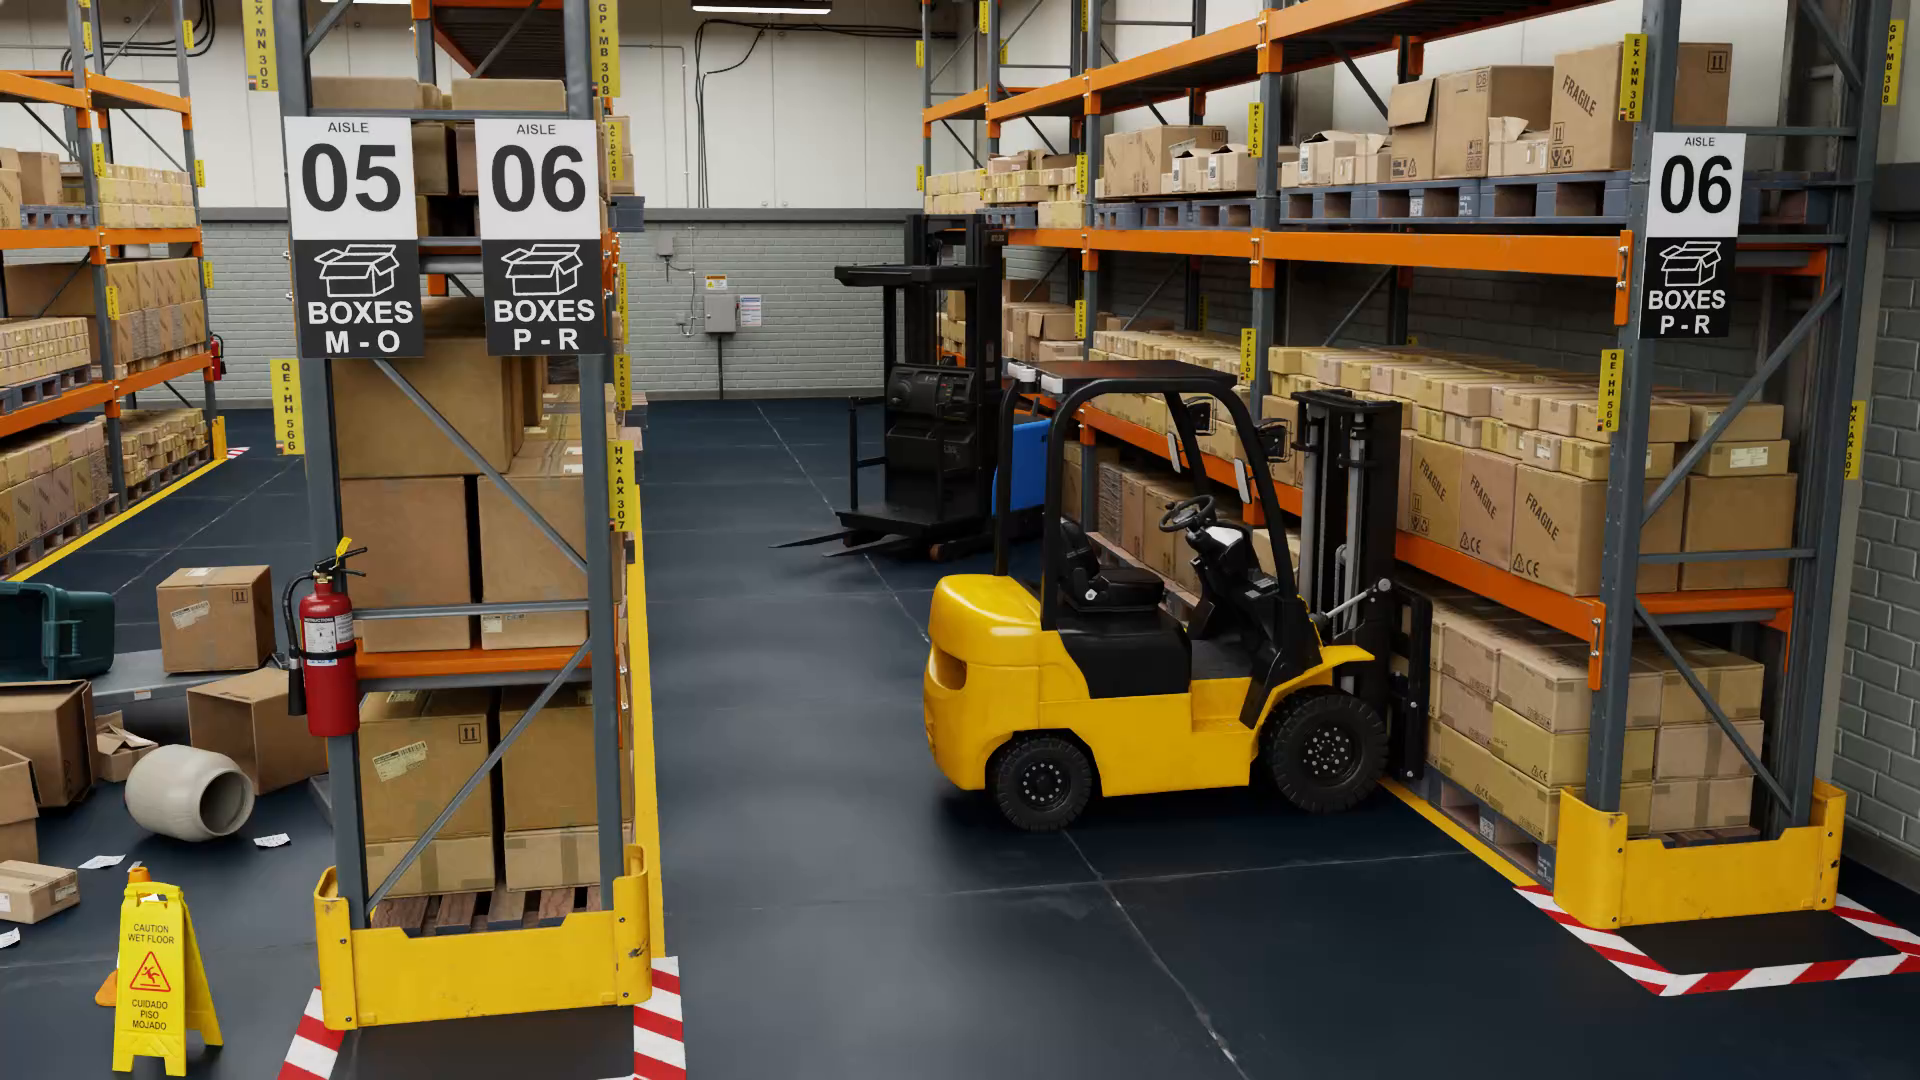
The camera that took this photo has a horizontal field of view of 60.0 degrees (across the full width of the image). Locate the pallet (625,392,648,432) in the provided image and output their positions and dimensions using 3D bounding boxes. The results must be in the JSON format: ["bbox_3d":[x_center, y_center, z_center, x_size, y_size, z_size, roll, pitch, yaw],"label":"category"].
[{"bbox_3d":[-3.052,-0.992,12.955,1.213,0.211,1.003,-2,11,-11],"label":"pallet"}]

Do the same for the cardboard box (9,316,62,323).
[{"bbox_3d":[-9.280,-2.022,16.789,0.500,0.500,0.500,-2,11,-11],"label":"cardboard box"}]

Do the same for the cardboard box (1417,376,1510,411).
[{"bbox_3d":[2.506,-0.730,8.264,0.380,0.149,0.250,-2,11,-10],"label":"cardboard box"}]

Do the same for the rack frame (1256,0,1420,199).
[{"bbox_3d":[2.351,-3.608,10.140,1.000,3.000,0.127,-2,11,-11],"label":"rack frame"}]

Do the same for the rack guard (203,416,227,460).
[{"bbox_3d":[-9.672,-1.240,20.429,1.175,0.500,0.348,-2,11,-11],"label":"rack guard"}]

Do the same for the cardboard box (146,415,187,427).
[{"bbox_3d":[-9.180,-1.351,19.239,0.380,0.149,0.250,-3,11,-13],"label":"cardboard box"}]

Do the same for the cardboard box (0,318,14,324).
[{"bbox_3d":[-9.284,-2.035,15.875,0.380,0.149,0.250,-2,11,-8],"label":"cardboard box"}]

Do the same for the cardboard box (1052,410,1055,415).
[{"bbox_3d":[1.206,-1.320,17.991,0.380,0.149,0.250,-2,11,-11],"label":"cardboard box"}]

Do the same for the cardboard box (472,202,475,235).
[{"bbox_3d":[-2.398,-1.481,7.656,0.380,0.149,0.250,-2,11,-11],"label":"cardboard box"}]

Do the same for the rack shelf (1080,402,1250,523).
[{"bbox_3d":[1.962,-0.674,12.695,1.077,0.370,4.000,-2,11,-11],"label":"rack shelf"}]

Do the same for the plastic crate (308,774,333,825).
[{"bbox_3d":[-3.016,1.272,8.352,0.402,0.080,0.583,-6,13,-31],"label":"plastic crate"}]

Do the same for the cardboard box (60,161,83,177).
[{"bbox_3d":[-8.728,-3.652,16.390,0.380,0.149,0.250,-2,11,-12],"label":"cardboard box"}]

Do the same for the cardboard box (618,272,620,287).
[{"bbox_3d":[-4.109,-2.771,18.844,0.500,0.500,0.500,-2,11,-10],"label":"cardboard box"}]

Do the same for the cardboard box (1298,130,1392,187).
[{"bbox_3d":[2.274,-2.185,9.532,0.500,0.311,0.500,-2,11,-10],"label":"cardboard box"}]

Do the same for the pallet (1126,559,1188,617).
[{"bbox_3d":[1.929,0.351,12.842,1.003,0.211,1.213,-2,11,-11],"label":"pallet"}]

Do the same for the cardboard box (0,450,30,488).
[{"bbox_3d":[-8.126,-0.590,13.884,0.500,0.250,0.500,-2,11,-12],"label":"cardboard box"}]

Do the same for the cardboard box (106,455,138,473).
[{"bbox_3d":[-8.666,-0.779,17.024,0.380,0.149,0.250,-2,11,-8],"label":"cardboard box"}]

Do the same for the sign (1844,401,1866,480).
[{"bbox_3d":[3.674,-0.411,6.858,0.100,0.325,0.005,-2,11,-11],"label":"sign"}]

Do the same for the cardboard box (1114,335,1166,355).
[{"bbox_3d":[1.474,-1.598,13.622,0.380,0.149,0.250,-2,11,-9],"label":"cardboard box"}]

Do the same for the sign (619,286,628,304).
[{"bbox_3d":[-3.543,-2.498,17.470,0.100,0.325,0.005,-2,11,-11],"label":"sign"}]

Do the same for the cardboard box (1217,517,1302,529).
[{"bbox_3d":[2.238,0.204,11.384,0.875,0.625,0.625,-2,11,-8],"label":"cardboard box"}]

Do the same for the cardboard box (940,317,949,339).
[{"bbox_3d":[0.041,-2.656,20.788,0.500,0.250,0.500,-2,11,-12],"label":"cardboard box"}]

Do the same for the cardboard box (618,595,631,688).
[{"bbox_3d":[-1.938,0.582,8.396,0.500,0.500,0.500,-2,11,-8],"label":"cardboard box"}]

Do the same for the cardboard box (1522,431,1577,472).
[{"bbox_3d":[2.708,-0.394,7.297,0.380,0.149,0.250,-2,11,-10],"label":"cardboard box"}]

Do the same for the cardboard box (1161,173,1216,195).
[{"bbox_3d":[1.689,-2.599,12.140,0.380,0.149,0.250,-2,11,-12],"label":"cardboard box"}]

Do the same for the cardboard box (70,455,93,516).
[{"bbox_3d":[-8.419,-0.506,15.449,0.500,0.500,0.500,-2,11,-12],"label":"cardboard box"}]

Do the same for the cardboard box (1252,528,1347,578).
[{"bbox_3d":[2.137,0.092,10.299,0.500,0.250,0.500,-2,11,-12],"label":"cardboard box"}]

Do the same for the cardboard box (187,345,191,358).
[{"bbox_3d":[-9.271,-2.217,19.546,0.380,0.149,0.250,-2,11,-12],"label":"cardboard box"}]

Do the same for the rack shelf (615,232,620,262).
[{"bbox_3d":[-3.684,-2.700,15.317,1.077,0.370,4.000,-2,11,-11],"label":"rack shelf"}]

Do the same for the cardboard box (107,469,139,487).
[{"bbox_3d":[-8.665,-0.633,17.054,0.380,0.149,0.250,-3,11,-13],"label":"cardboard box"}]

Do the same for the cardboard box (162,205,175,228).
[{"bbox_3d":[-9.149,-3.623,18.644,0.500,0.250,0.500,-2,11,-9],"label":"cardboard box"}]

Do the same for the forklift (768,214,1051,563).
[{"bbox_3d":[-0.390,-1.349,14.496,1.130,2.935,3.031,8,14,38],"label":"forklift"}]

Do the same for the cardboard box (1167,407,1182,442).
[{"bbox_3d":[1.826,-0.854,12.118,0.500,0.250,0.500,-2,11,-11],"label":"cardboard box"}]

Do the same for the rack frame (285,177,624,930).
[{"bbox_3d":[-1.739,0.254,5.894,1.000,3.000,0.127,-2,11,-11],"label":"rack frame"}]

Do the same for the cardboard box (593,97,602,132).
[{"bbox_3d":[-1.637,-1.703,6.693,0.380,0.149,0.250,-2,11,-11],"label":"cardboard box"}]

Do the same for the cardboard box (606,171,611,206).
[{"bbox_3d":[-2.167,-1.954,9.079,0.500,0.250,0.500,-2,11,-12],"label":"cardboard box"}]

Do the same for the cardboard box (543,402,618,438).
[{"bbox_3d":[-1.975,-0.413,8.337,0.500,0.500,0.500,-2,11,-9],"label":"cardboard box"}]

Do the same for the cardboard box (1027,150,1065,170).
[{"bbox_3d":[0.922,-4.030,17.755,0.396,0.266,0.258,-2,11,-12],"label":"cardboard box"}]

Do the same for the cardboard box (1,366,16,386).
[{"bbox_3d":[-8.233,-1.384,14.048,0.380,0.149,0.250,-2,11,-9],"label":"cardboard box"}]

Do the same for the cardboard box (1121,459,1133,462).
[{"bbox_3d":[1.766,-0.460,15.209,0.500,0.500,0.500,-2,11,-9],"label":"cardboard box"}]

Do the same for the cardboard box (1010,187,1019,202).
[{"bbox_3d":[0.704,-3.430,16.510,0.380,0.149,0.250,-2,11,-10],"label":"cardboard box"}]

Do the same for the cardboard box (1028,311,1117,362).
[{"bbox_3d":[1.074,-1.944,16.044,0.797,0.503,0.637,-2,11,-12],"label":"cardboard box"}]

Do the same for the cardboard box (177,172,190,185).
[{"bbox_3d":[-9.334,-4.273,19.654,0.380,0.149,0.250,-2,11,-12],"label":"cardboard box"}]

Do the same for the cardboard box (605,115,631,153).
[{"bbox_3d":[-2.345,-2.544,10.514,0.500,0.250,0.500,-2,11,-12],"label":"cardboard box"}]

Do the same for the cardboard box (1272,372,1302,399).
[{"bbox_3d":[2.155,-0.961,10.273,0.380,0.149,0.250,-2,11,-12],"label":"cardboard box"}]

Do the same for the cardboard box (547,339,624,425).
[{"bbox_3d":[-2.327,-0.978,10.179,0.500,0.500,0.500,-2,11,-10],"label":"cardboard box"}]

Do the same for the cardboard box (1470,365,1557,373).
[{"bbox_3d":[2.945,-0.844,8.863,0.380,0.149,0.250,-2,11,-9],"label":"cardboard box"}]

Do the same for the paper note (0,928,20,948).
[{"bbox_3d":[-3.876,1.611,6.702,0.148,0.019,0.142,-6,13,-31],"label":"paper note"}]

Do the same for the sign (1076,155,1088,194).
[{"bbox_3d":[1.040,-3.103,14.124,0.100,0.325,0.005,-2,11,-11],"label":"sign"}]

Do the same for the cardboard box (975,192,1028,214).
[{"bbox_3d":[0.455,-3.754,18.532,0.500,0.250,0.500,-2,11,-11],"label":"cardboard box"}]

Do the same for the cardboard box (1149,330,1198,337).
[{"bbox_3d":[1.835,-1.710,14.210,0.380,0.149,0.250,-2,11,-9],"label":"cardboard box"}]

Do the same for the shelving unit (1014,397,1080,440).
[{"bbox_3d":[0.610,-0.813,16.020,0.538,1.125,1.048,12,4,-23],"label":"shelving unit"}]

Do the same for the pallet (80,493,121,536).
[{"bbox_3d":[-8.756,-0.236,15.925,1.003,0.211,1.213,-2,11,-11],"label":"pallet"}]
